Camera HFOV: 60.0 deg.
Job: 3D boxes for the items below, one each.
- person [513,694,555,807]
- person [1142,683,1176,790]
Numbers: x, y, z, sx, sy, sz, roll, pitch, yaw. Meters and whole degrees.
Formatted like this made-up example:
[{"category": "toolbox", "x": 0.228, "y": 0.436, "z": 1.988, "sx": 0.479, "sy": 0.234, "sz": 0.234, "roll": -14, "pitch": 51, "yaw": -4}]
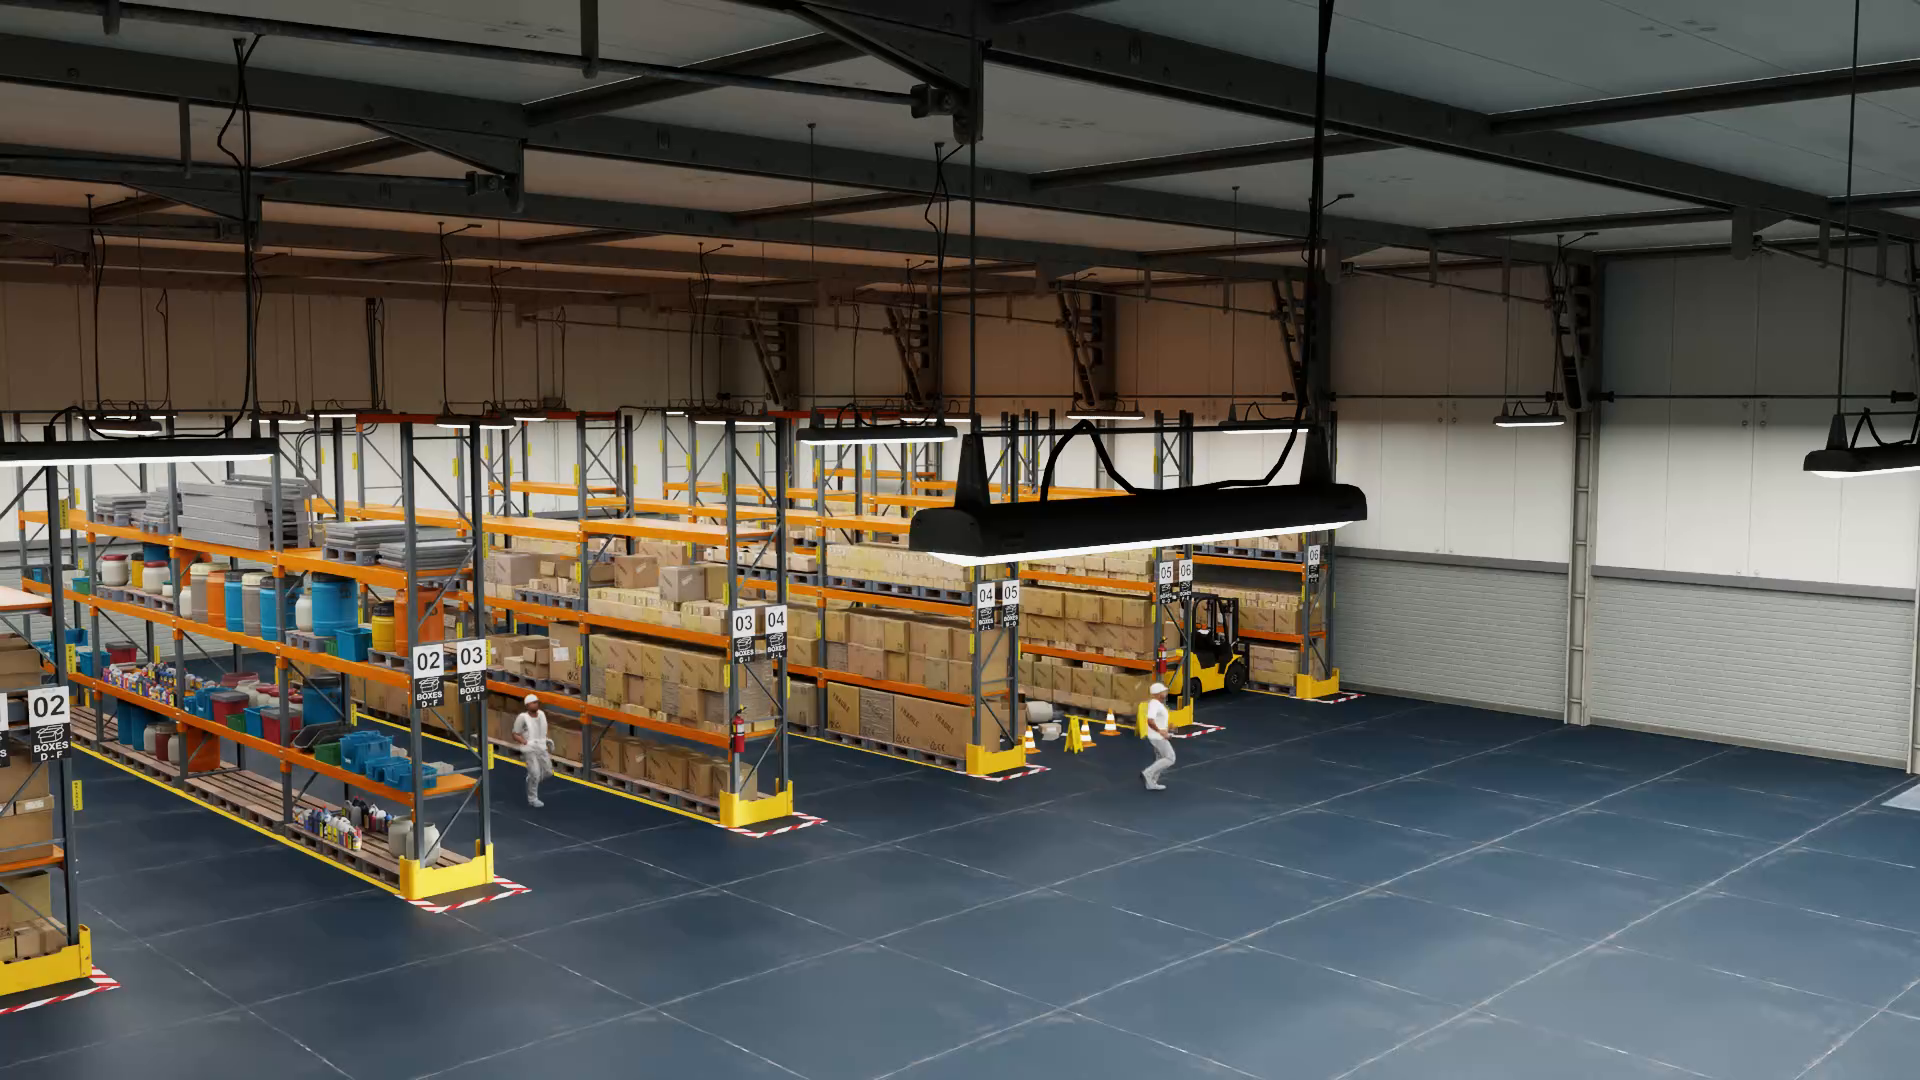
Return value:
[{"category": "person", "x": -6.578, "y": 3.242, "z": 25.672, "sx": 0.599, "sy": 1.736, "sz": 0.685, "roll": 4, "pitch": 6, "yaw": 36}, {"category": "person", "x": 3.207, "y": 3.150, "z": 26.668, "sx": 0.570, "sy": 1.721, "sz": 0.676, "roll": 0, "pitch": 5, "yaw": 2}]
